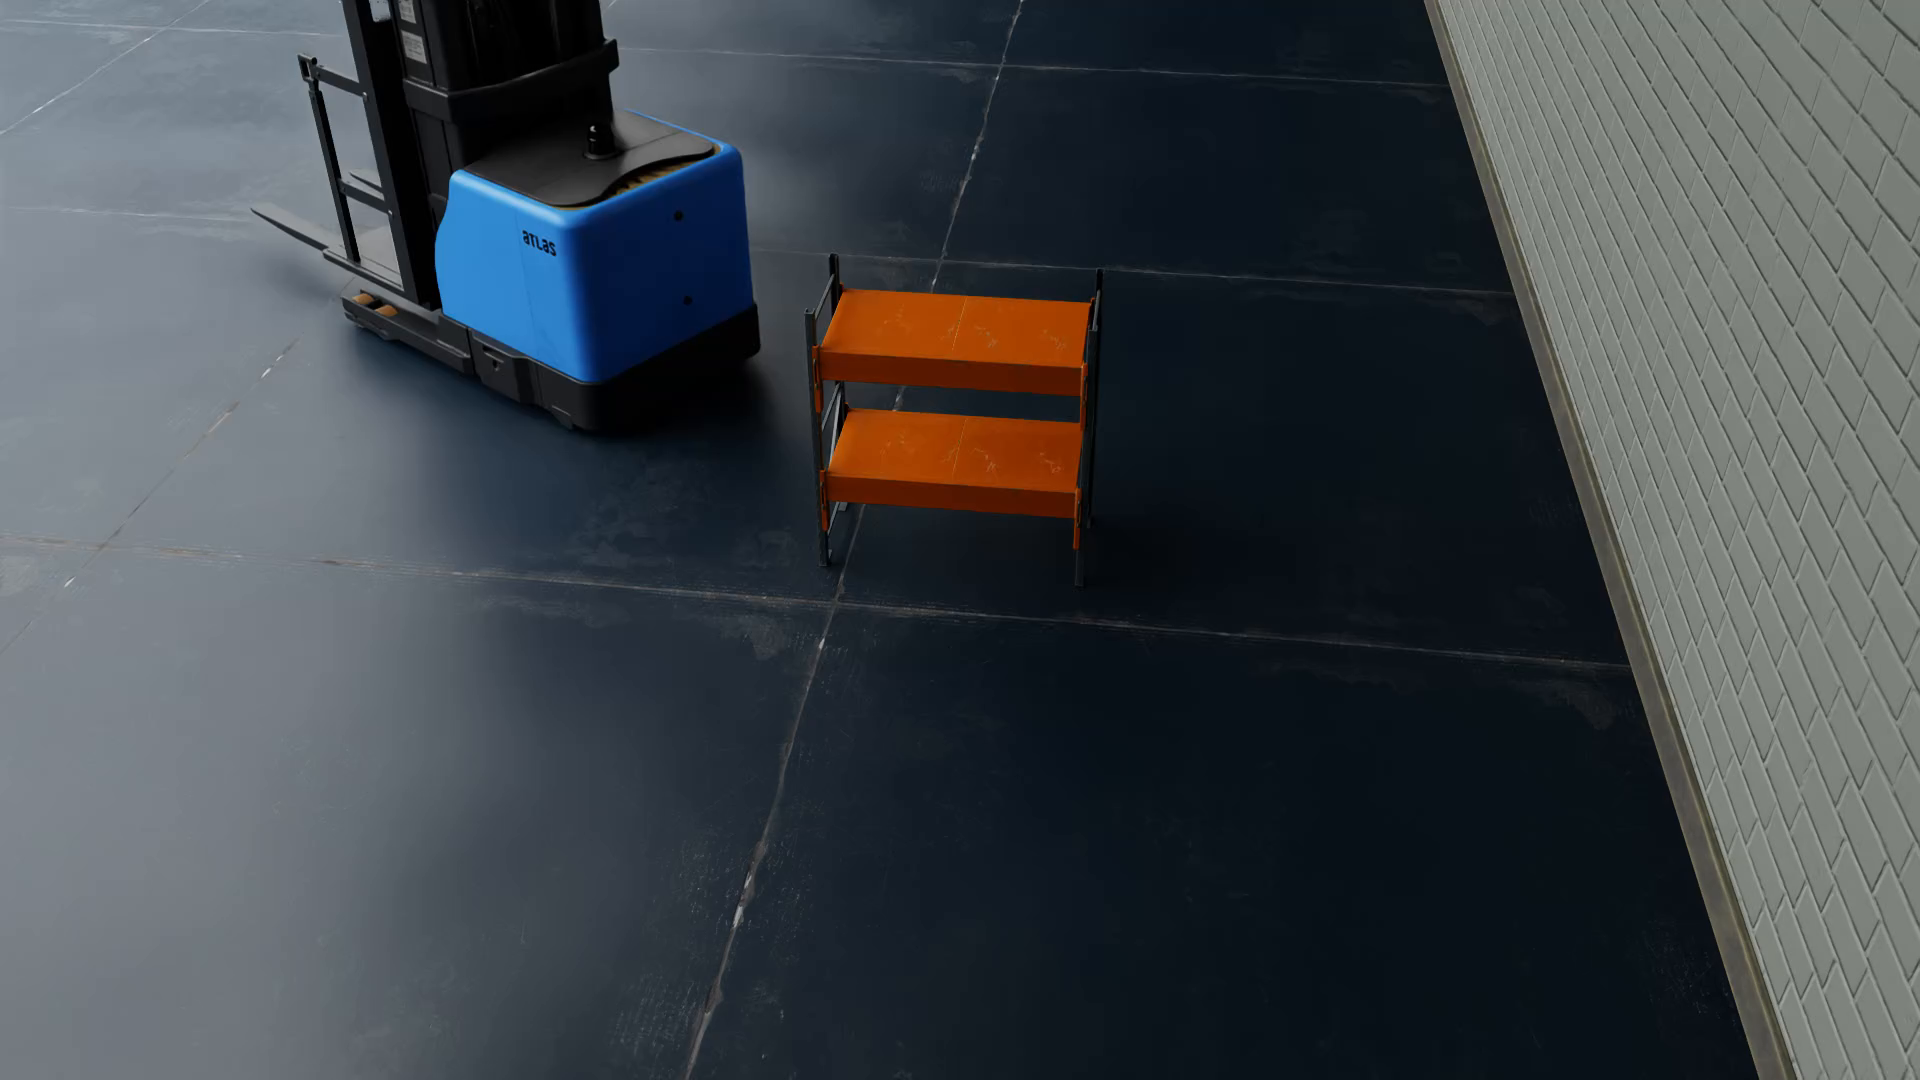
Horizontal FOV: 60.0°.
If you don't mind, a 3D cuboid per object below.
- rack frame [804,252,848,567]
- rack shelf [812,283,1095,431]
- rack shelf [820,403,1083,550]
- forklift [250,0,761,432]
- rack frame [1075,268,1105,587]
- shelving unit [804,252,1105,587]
[{"bbox_3d":[-0.511,-0.496,6.477,0.032,1.125,0.500,4,36,6],"label":"rack frame"},{"bbox_3d":[-0.007,-0.697,6.254,1.000,0.278,0.538,4,36,6],"label":"rack shelf"},{"bbox_3d":[-0.007,-0.259,6.566,1.000,0.278,0.538,4,36,6],"label":"rack shelf"},{"bbox_3d":[-2.406,-2.379,7.560,3.031,2.935,1.130,26,43,31],"label":"forklift"},{"bbox_3d":[0.498,-0.421,6.371,0.032,1.125,0.500,4,36,6],"label":"rack frame"},{"bbox_3d":[-0.007,-0.458,6.424,1.048,1.125,0.538,4,36,6],"label":"shelving unit"}]
